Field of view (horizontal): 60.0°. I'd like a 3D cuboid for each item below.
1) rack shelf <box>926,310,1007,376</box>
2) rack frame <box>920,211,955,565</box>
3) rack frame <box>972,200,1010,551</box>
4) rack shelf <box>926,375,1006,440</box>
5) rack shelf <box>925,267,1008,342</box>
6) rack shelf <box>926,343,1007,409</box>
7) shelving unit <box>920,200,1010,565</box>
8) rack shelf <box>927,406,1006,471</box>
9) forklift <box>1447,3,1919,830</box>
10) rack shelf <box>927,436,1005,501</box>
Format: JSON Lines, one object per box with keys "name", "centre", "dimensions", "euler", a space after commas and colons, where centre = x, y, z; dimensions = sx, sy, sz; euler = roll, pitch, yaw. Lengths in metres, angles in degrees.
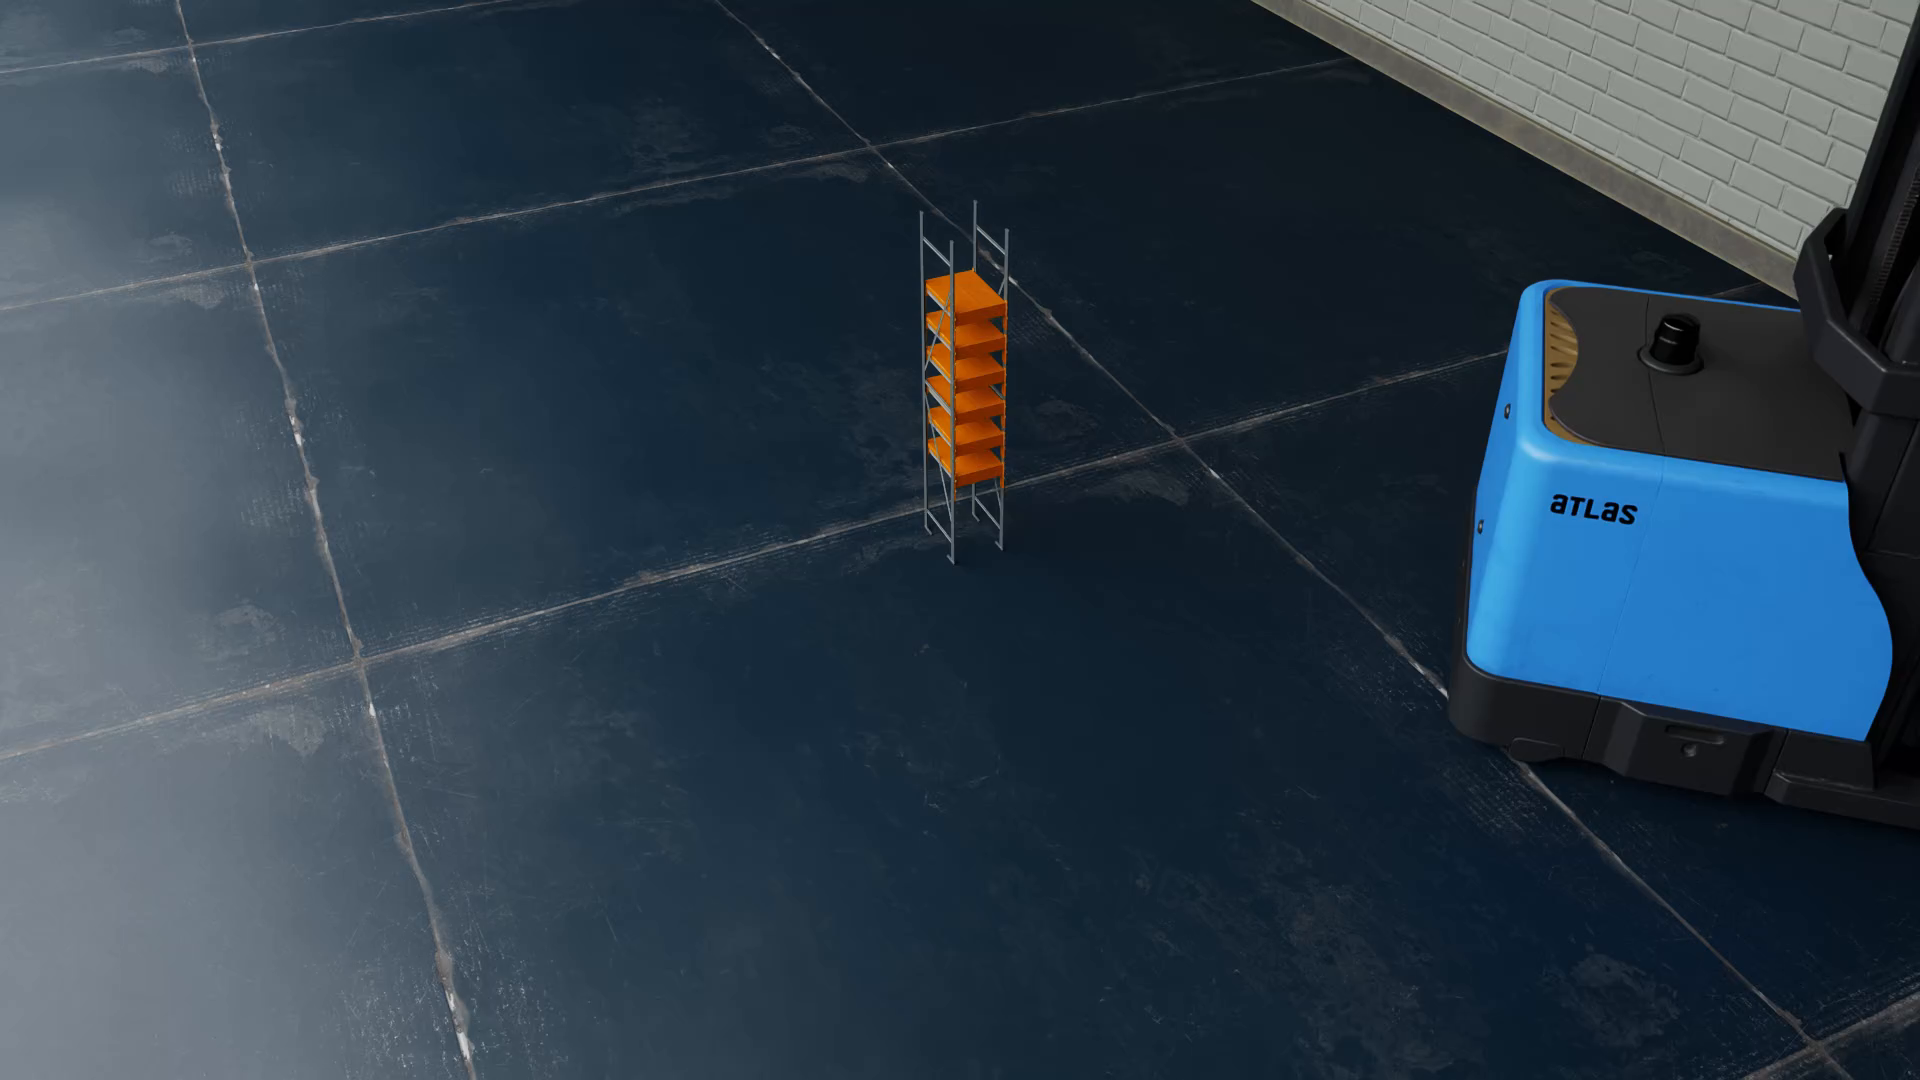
{"name": "rack shelf", "centre": [0.013, -0.643, 5.281], "dimensions": [0.180, 0.103, 0.258], "euler": [-16, 39, -20]}
{"name": "rack frame", "centre": [-0.070, -0.462, 5.366], "dimensions": [0.006, 1.200, 0.240], "euler": [-16, 39, -20]}
{"name": "rack frame", "centre": [0.096, -0.509, 5.429], "dimensions": [0.006, 1.200, 0.240], "euler": [-16, 39, -20]}
{"name": "rack shelf", "centre": [0.013, -0.450, 5.424], "dimensions": [0.180, 0.103, 0.258], "euler": [-16, 39, -20]}
{"name": "rack shelf", "centre": [0.013, -0.739, 5.210], "dimensions": [0.180, 0.103, 0.258], "euler": [-16, 39, -20]}
{"name": "rack shelf", "centre": [0.013, -0.546, 5.352], "dimensions": [0.180, 0.103, 0.258], "euler": [-16, 39, -20]}
{"name": "shelving unit", "centre": [0.013, -0.486, 5.398], "dimensions": [0.189, 1.200, 0.258], "euler": [-16, 39, -20]}
{"name": "rack shelf", "centre": [0.013, -0.354, 5.495], "dimensions": [0.180, 0.103, 0.258], "euler": [-16, 39, -20]}
{"name": "forklift", "centre": [3.020, -0.600, 4.098], "dimensions": [3.031, 2.935, 1.130], "euler": [10, 38, 13]}
{"name": "rack shelf", "centre": [0.013, -0.257, 5.567], "dimensions": [0.180, 0.103, 0.258], "euler": [-16, 39, -20]}
